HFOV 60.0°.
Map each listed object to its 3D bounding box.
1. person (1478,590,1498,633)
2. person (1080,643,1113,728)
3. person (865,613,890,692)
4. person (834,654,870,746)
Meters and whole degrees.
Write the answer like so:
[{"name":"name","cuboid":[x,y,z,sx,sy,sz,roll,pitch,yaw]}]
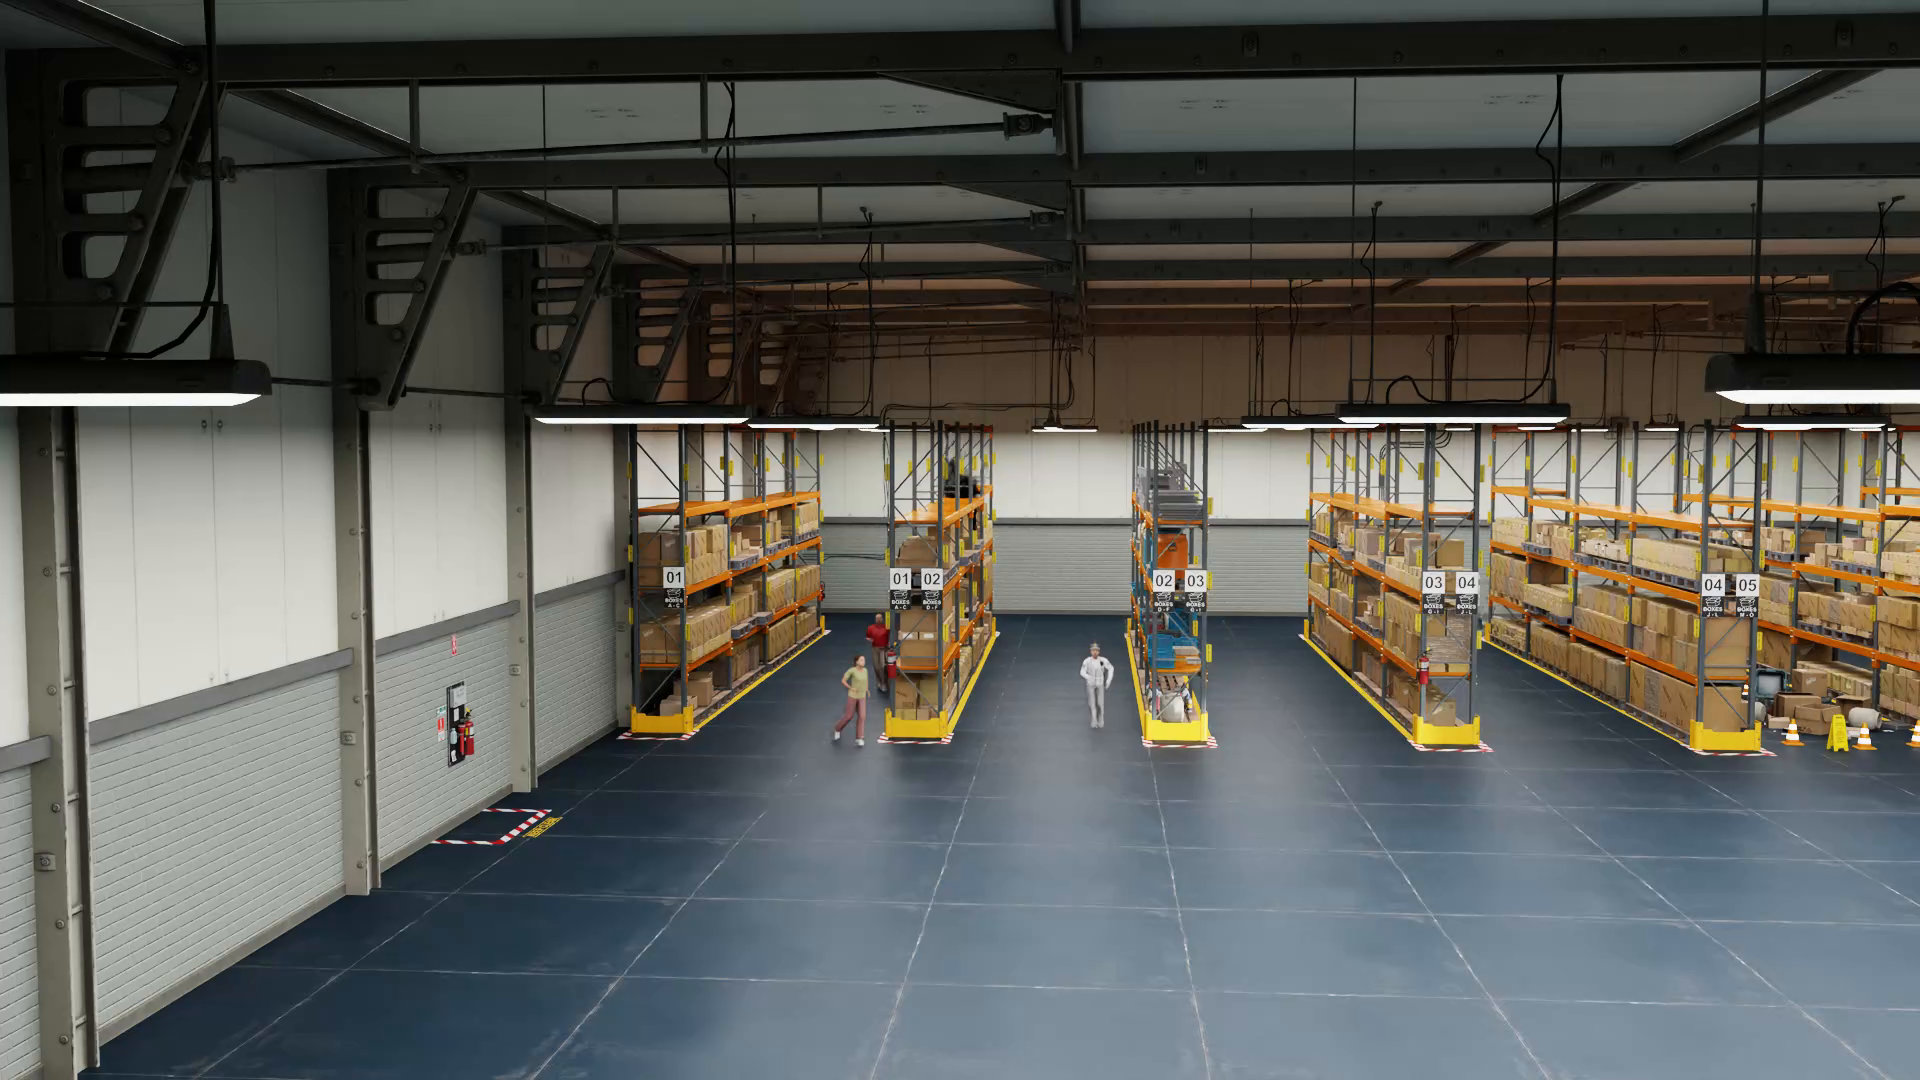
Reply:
[{"name":"person","cuboid":[15.182,1.854,47.654,0.731,1.703,0.729,2,4,32]},{"name":"person","cuboid":[2.658,2.836,32.334,0.635,1.673,0.621,0,4,6]},{"name":"person","cuboid":[-1.796,2.531,37.148,0.638,1.786,0.767,0,4,5]},{"name":"person","cuboid":[-1.894,2.920,30.859,0.640,1.614,0.954,-2,4,-33]}]
